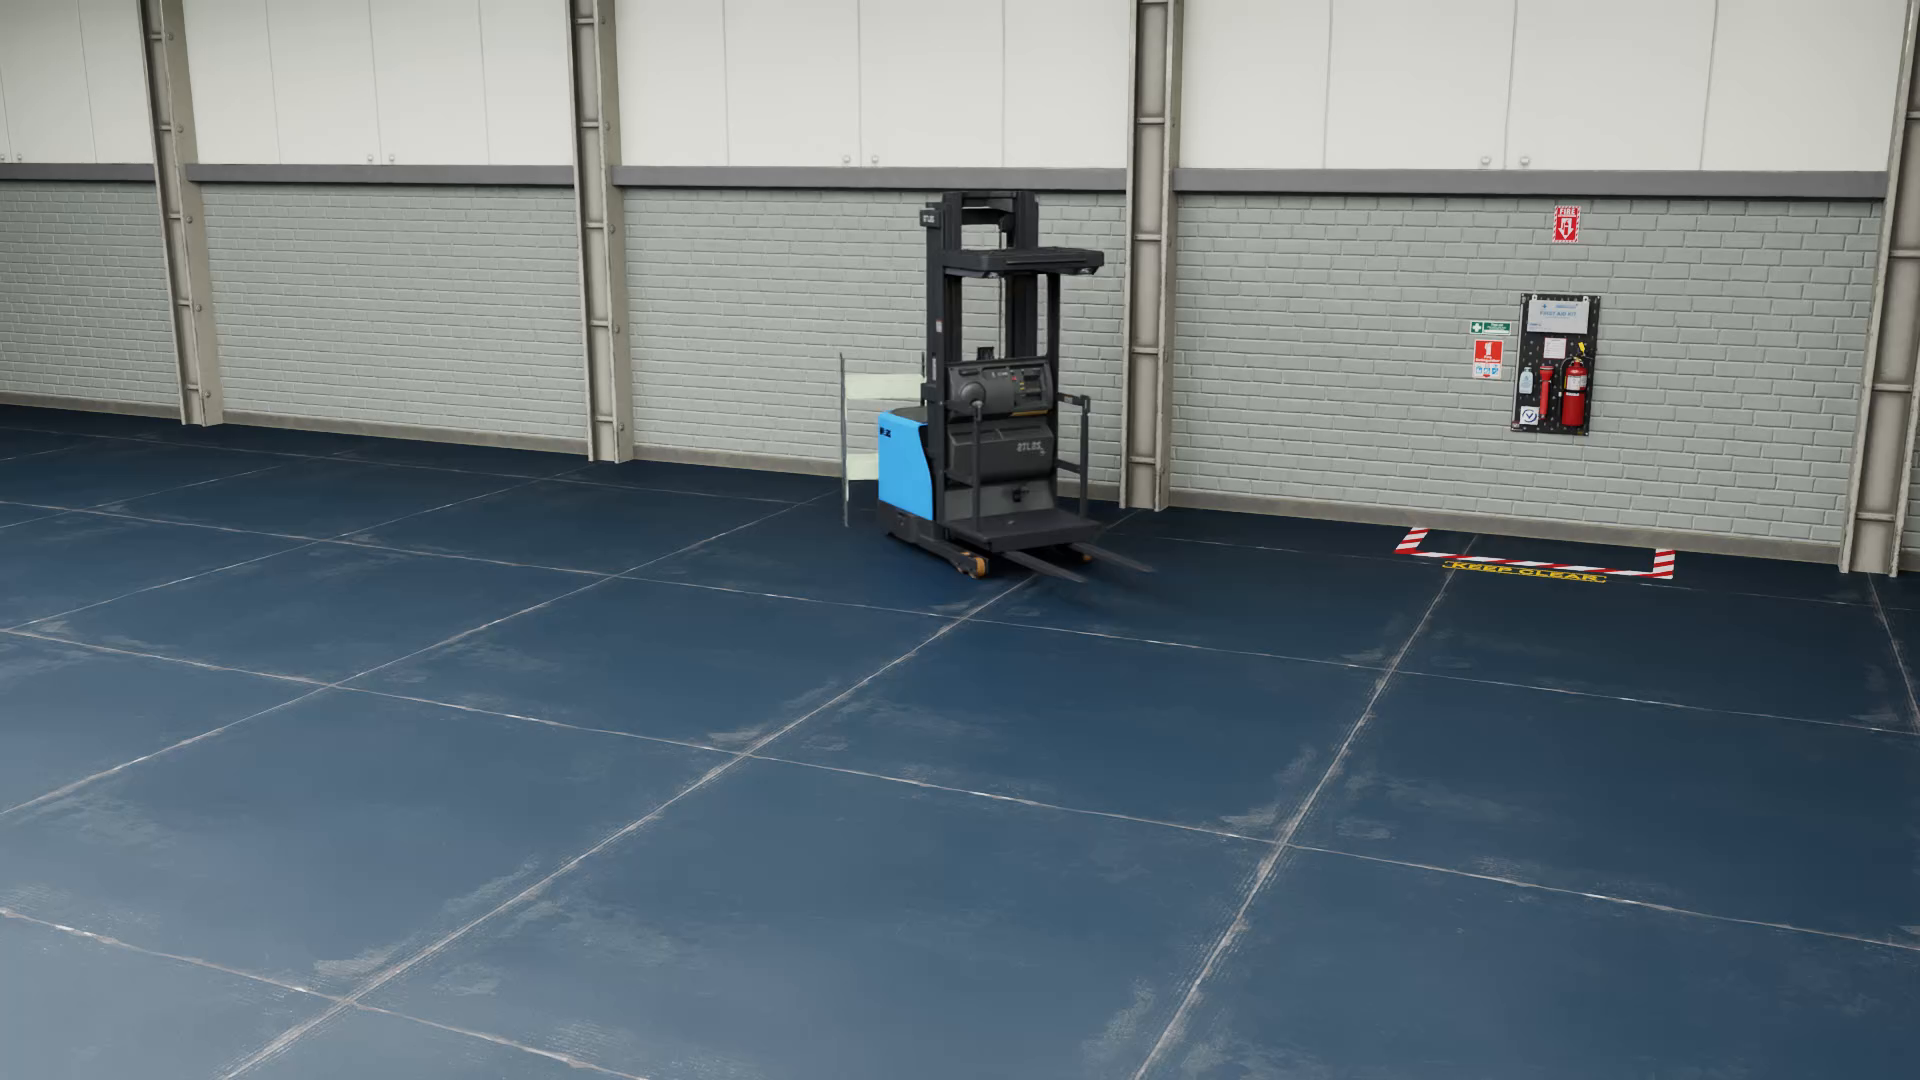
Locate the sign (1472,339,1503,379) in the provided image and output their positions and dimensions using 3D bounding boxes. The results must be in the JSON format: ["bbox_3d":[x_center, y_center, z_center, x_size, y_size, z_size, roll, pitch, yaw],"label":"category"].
[{"bbox_3d":[4.506,-1.545,14.196,0.234,0.329,0.001,6,14,23],"label":"sign"}]

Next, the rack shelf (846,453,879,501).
[{"bbox_3d":[-0.671,-0.585,14.893,0.720,0.370,0.431,-2,13,-7],"label":"rack shelf"}]

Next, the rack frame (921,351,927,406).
[{"bbox_3d":[-0.309,-0.914,14.866,0.023,1.500,0.400,-2,13,-7],"label":"rack frame"}]

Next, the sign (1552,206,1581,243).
[{"bbox_3d":[5.002,-2.605,13.717,0.199,0.298,0.001,6,14,23],"label":"sign"}]

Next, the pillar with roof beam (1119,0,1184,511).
[{"bbox_3d":[-0.016,-3.795,10.730,0.400,9.000,9.100,6,14,23],"label":"pillar with roof beam"}]

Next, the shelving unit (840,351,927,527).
[{"bbox_3d":[-0.671,-0.903,14.819,0.755,1.500,0.431,-2,13,-7],"label":"shelving unit"}]

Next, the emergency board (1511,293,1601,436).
[{"bbox_3d":[4.969,-1.455,13.890,0.643,1.169,0.194,6,14,23],"label":"emergency board"}]

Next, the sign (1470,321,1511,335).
[{"bbox_3d":[4.506,-1.801,14.126,0.331,0.109,0.001,6,14,23],"label":"sign"}]

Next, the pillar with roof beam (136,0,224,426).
[{"bbox_3d":[-10.988,-4.906,15.462,0.400,9.000,9.100,6,14,23],"label":"pillar with roof beam"}]

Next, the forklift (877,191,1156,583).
[{"bbox_3d":[0.432,-1.247,13.154,1.130,2.935,3.031,-7,15,-28],"label":"forklift"}]

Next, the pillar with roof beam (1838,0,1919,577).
[{"bbox_3d":[5.470,-3.240,8.364,0.400,9.000,9.100,6,14,23],"label":"pillar with roof beam"}]

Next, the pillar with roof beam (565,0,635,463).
[{"bbox_3d":[-5.502,-4.350,13.096,0.400,9.000,9.100,6,14,23],"label":"pillar with roof beam"}]

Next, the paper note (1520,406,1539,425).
[{"bbox_3d":[4.835,-1.057,14.122,0.142,0.148,0.016,6,14,23],"label":"paper note"}]

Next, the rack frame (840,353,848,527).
[{"bbox_3d":[-1.034,-0.892,14.771,0.023,1.500,0.400,-2,13,-7],"label":"rack frame"}]

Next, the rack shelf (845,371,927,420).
[{"bbox_3d":[-0.672,-1.283,14.730,0.720,0.370,0.431,-2,13,-7],"label":"rack shelf"}]
